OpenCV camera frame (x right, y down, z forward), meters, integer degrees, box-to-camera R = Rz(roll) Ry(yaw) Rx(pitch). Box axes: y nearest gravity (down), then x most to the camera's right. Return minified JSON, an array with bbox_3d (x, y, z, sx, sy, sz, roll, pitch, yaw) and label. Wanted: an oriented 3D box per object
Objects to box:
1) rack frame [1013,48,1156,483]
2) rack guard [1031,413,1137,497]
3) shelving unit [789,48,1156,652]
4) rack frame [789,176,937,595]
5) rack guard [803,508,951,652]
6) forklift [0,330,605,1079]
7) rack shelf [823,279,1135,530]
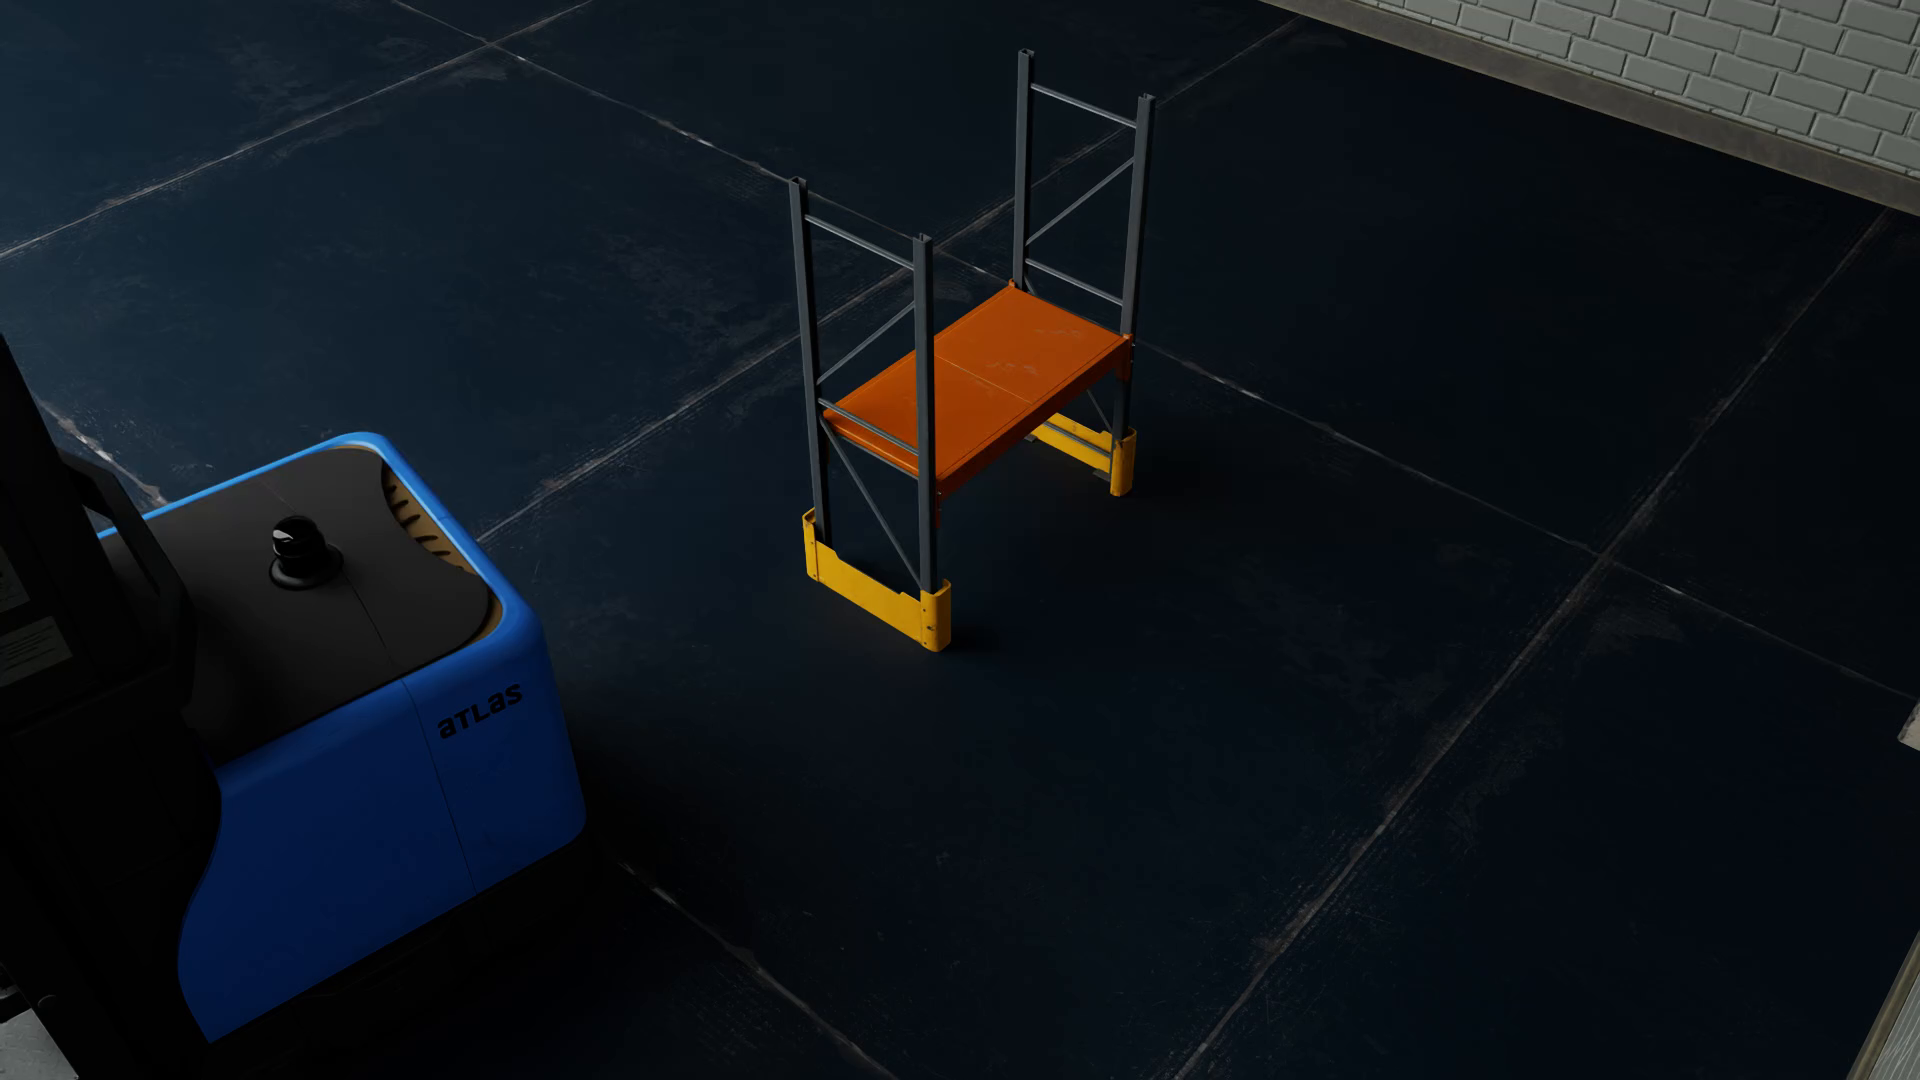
[{"bbox_3d":[0.382,-0.861,5.553,0.500,1.500,0.032,29,50,28],"label":"rack frame"},{"bbox_3d":[0.370,-0.388,5.962,0.587,0.250,0.087,29,50,28],"label":"rack guard"},{"bbox_3d":[0.049,-0.594,5.260,0.587,1.500,1.083,29,50,28],"label":"shelving unit"},{"bbox_3d":[-0.272,-0.337,4.977,0.500,1.500,0.032,29,50,28],"label":"rack frame"},{"bbox_3d":[-0.271,0.125,5.398,0.587,0.250,0.087,29,50,28],"label":"rack guard"},{"bbox_3d":[-2.453,0.260,3.257,3.031,2.935,1.130,-28,49,-27],"label":"forklift"},{"bbox_3d":[0.055,-0.466,5.386,0.538,0.185,1.000,29,50,28],"label":"rack shelf"}]
